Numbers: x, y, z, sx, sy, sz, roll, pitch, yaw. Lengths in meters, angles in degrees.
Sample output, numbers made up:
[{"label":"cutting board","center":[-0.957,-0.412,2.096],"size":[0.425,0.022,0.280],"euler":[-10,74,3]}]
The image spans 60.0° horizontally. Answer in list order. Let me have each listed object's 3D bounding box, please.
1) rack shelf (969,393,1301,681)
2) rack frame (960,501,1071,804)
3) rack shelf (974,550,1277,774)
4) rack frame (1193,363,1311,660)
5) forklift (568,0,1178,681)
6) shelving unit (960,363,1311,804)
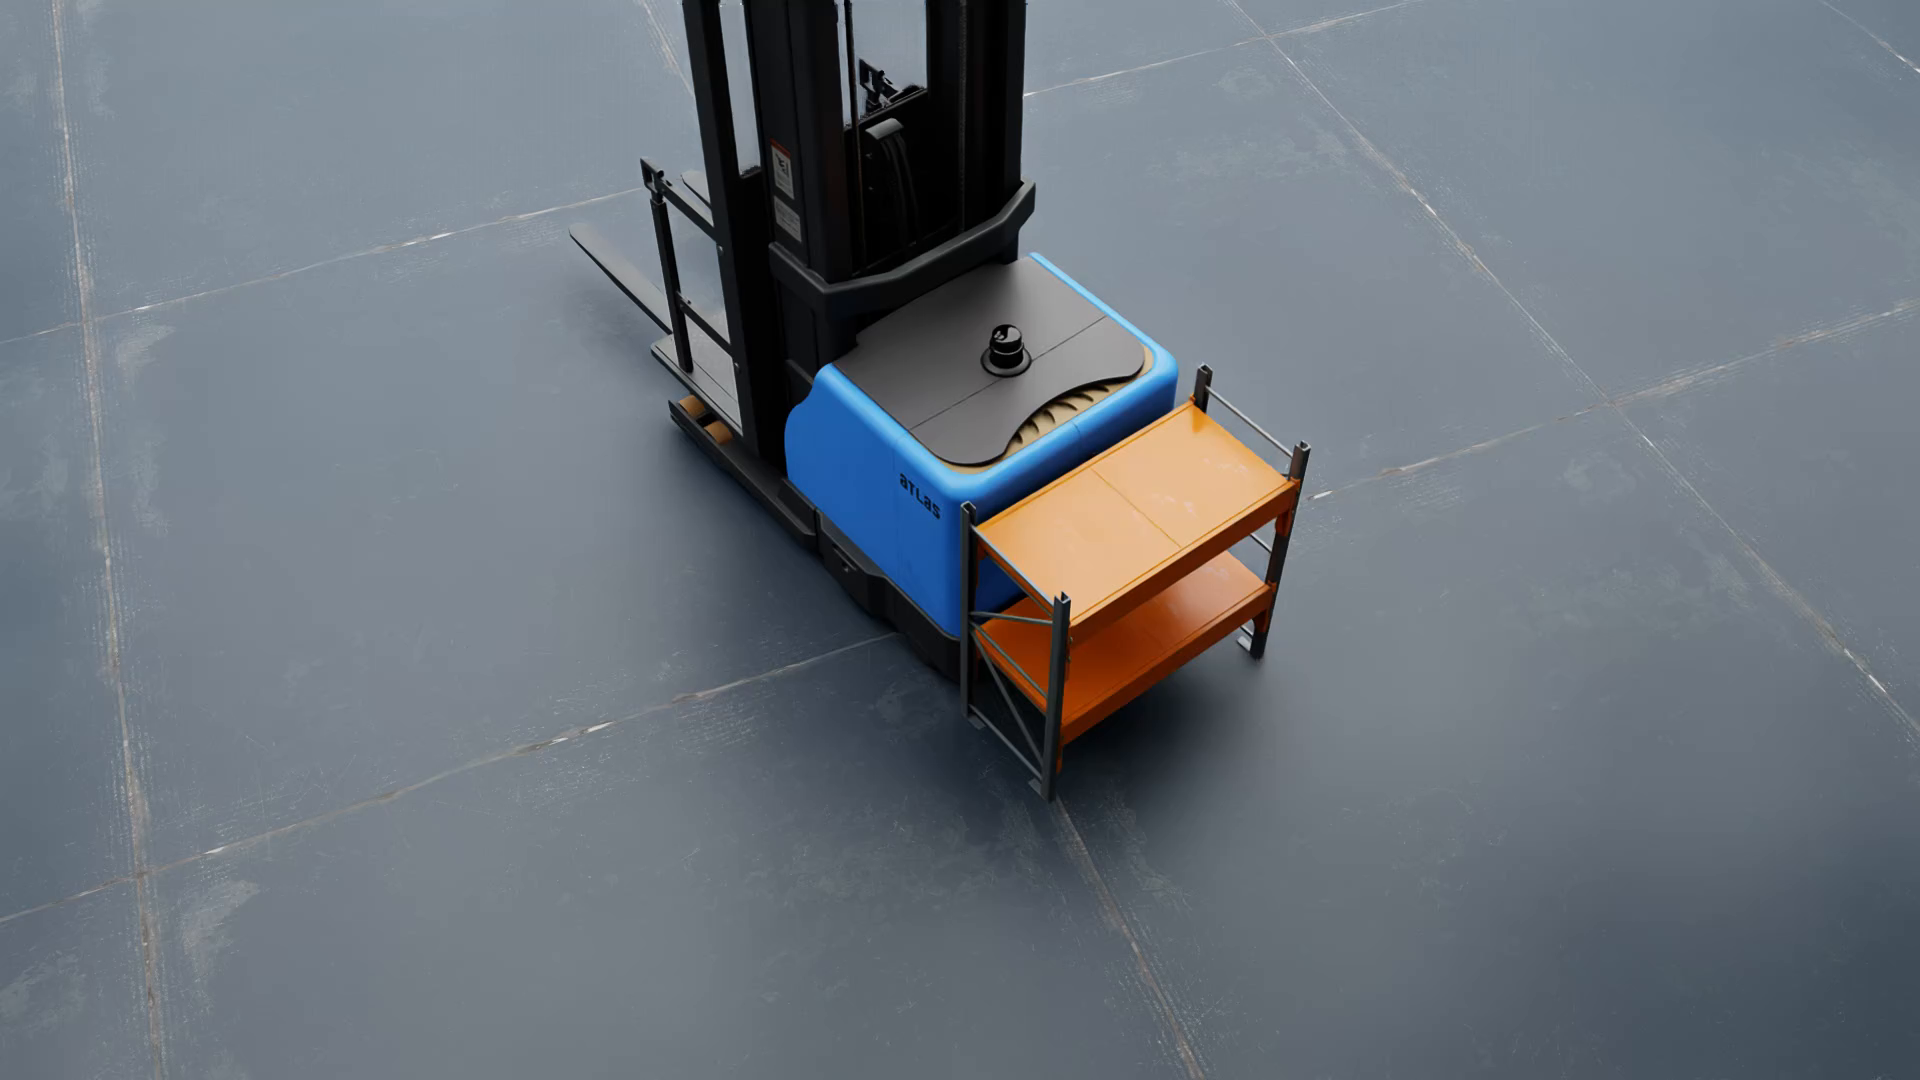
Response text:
[{"label":"rack shelf","center":[0.567,-0.029,5.488],"size":[1.000,0.278,0.538],"euler":[-31,56,-24]},{"label":"rack frame","center":[0.166,0.399,5.506],"size":[0.032,1.125,0.500],"euler":[-31,56,-24]},{"label":"rack shelf","center":[0.567,0.321,5.896],"size":[1.000,0.278,0.538],"euler":[-31,56,-24]},{"label":"rack frame","center":[0.967,-0.076,5.914],"size":[0.032,1.125,0.500],"euler":[-31,56,-24]},{"label":"forklift","center":[-0.553,-1.499,5.946],"size":[1.130,2.935,3.031],"euler":[-32,56,-24]},{"label":"shelving unit","center":[0.567,0.162,5.710],"size":[1.048,1.125,0.538],"euler":[-31,56,-24]}]
